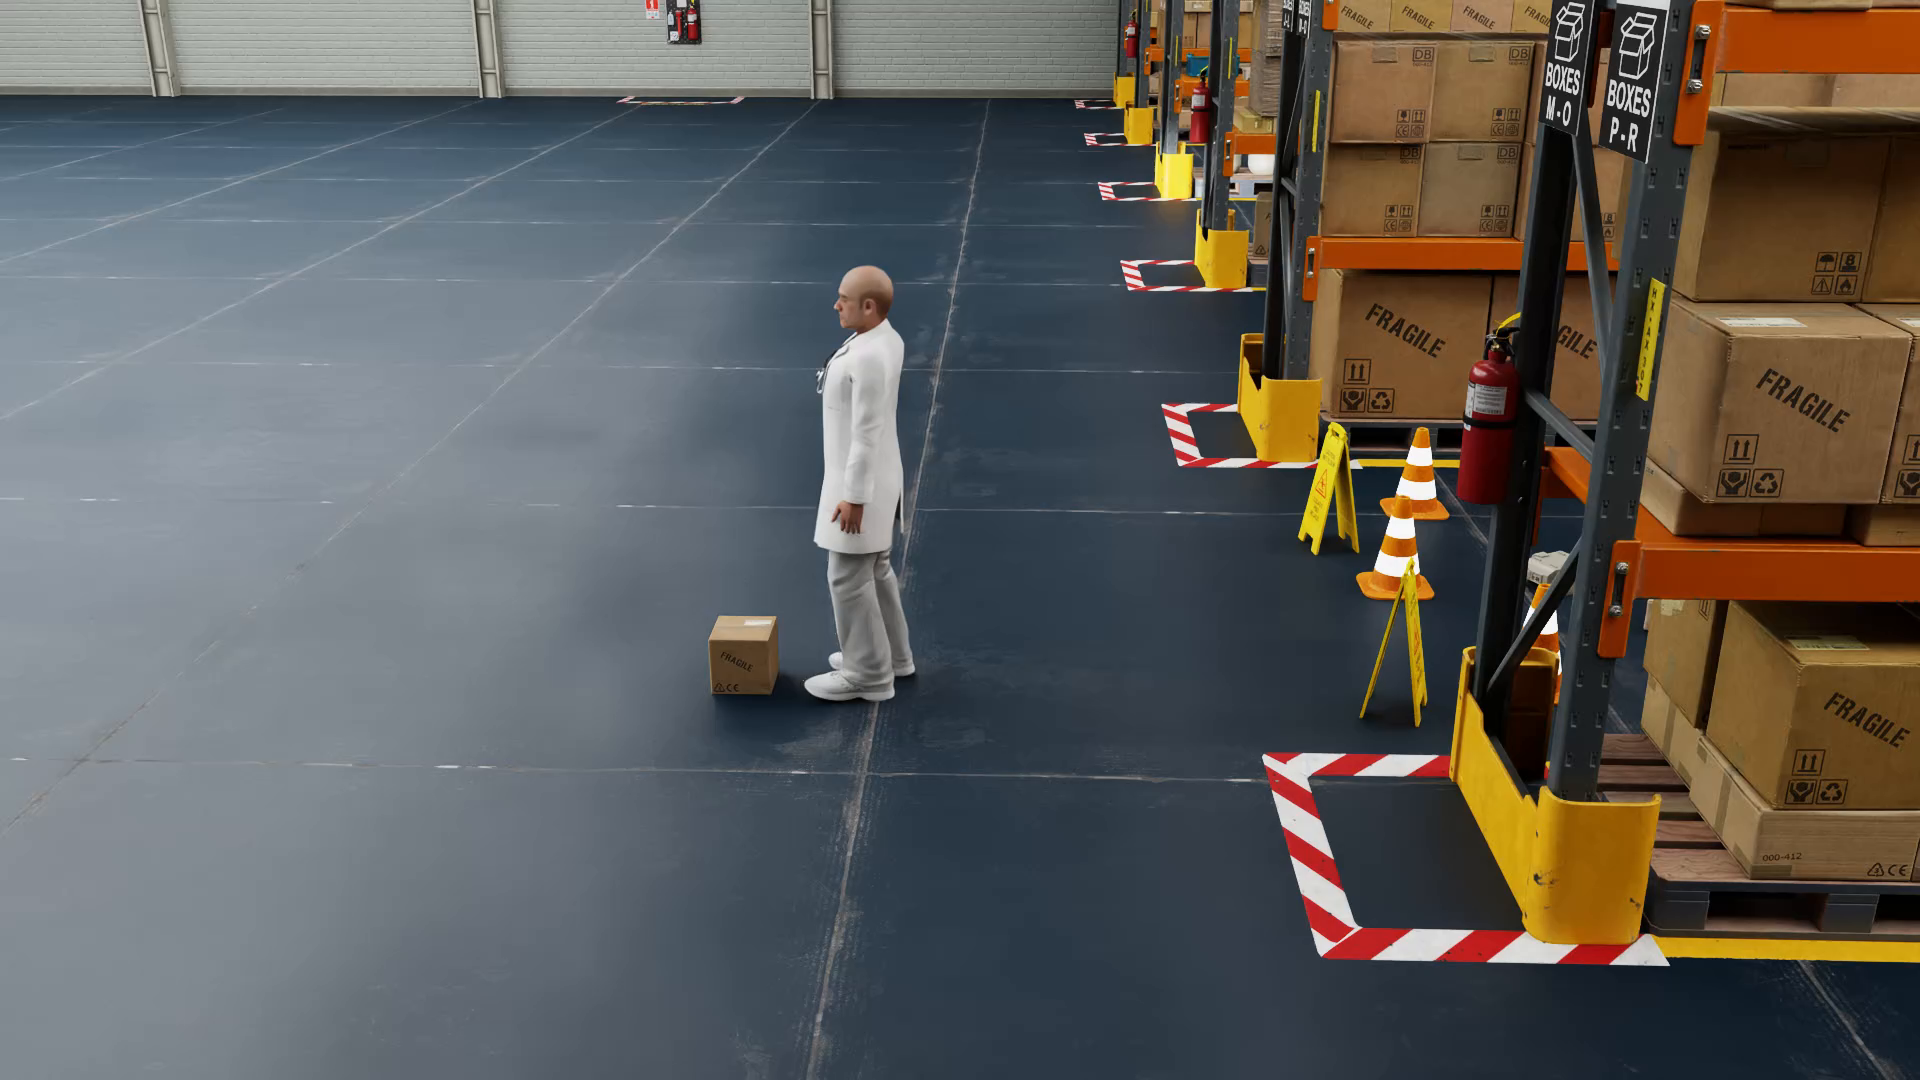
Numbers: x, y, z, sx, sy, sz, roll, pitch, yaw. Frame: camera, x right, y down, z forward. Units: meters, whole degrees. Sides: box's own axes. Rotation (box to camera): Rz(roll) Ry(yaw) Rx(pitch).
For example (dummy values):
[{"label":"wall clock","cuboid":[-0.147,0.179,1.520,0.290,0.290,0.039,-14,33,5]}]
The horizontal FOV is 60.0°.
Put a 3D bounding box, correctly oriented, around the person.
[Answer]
[{"label":"person","cuboid":[-0.418,-0.218,6.684,0.436,1.775,0.571,1,21,3]}]
